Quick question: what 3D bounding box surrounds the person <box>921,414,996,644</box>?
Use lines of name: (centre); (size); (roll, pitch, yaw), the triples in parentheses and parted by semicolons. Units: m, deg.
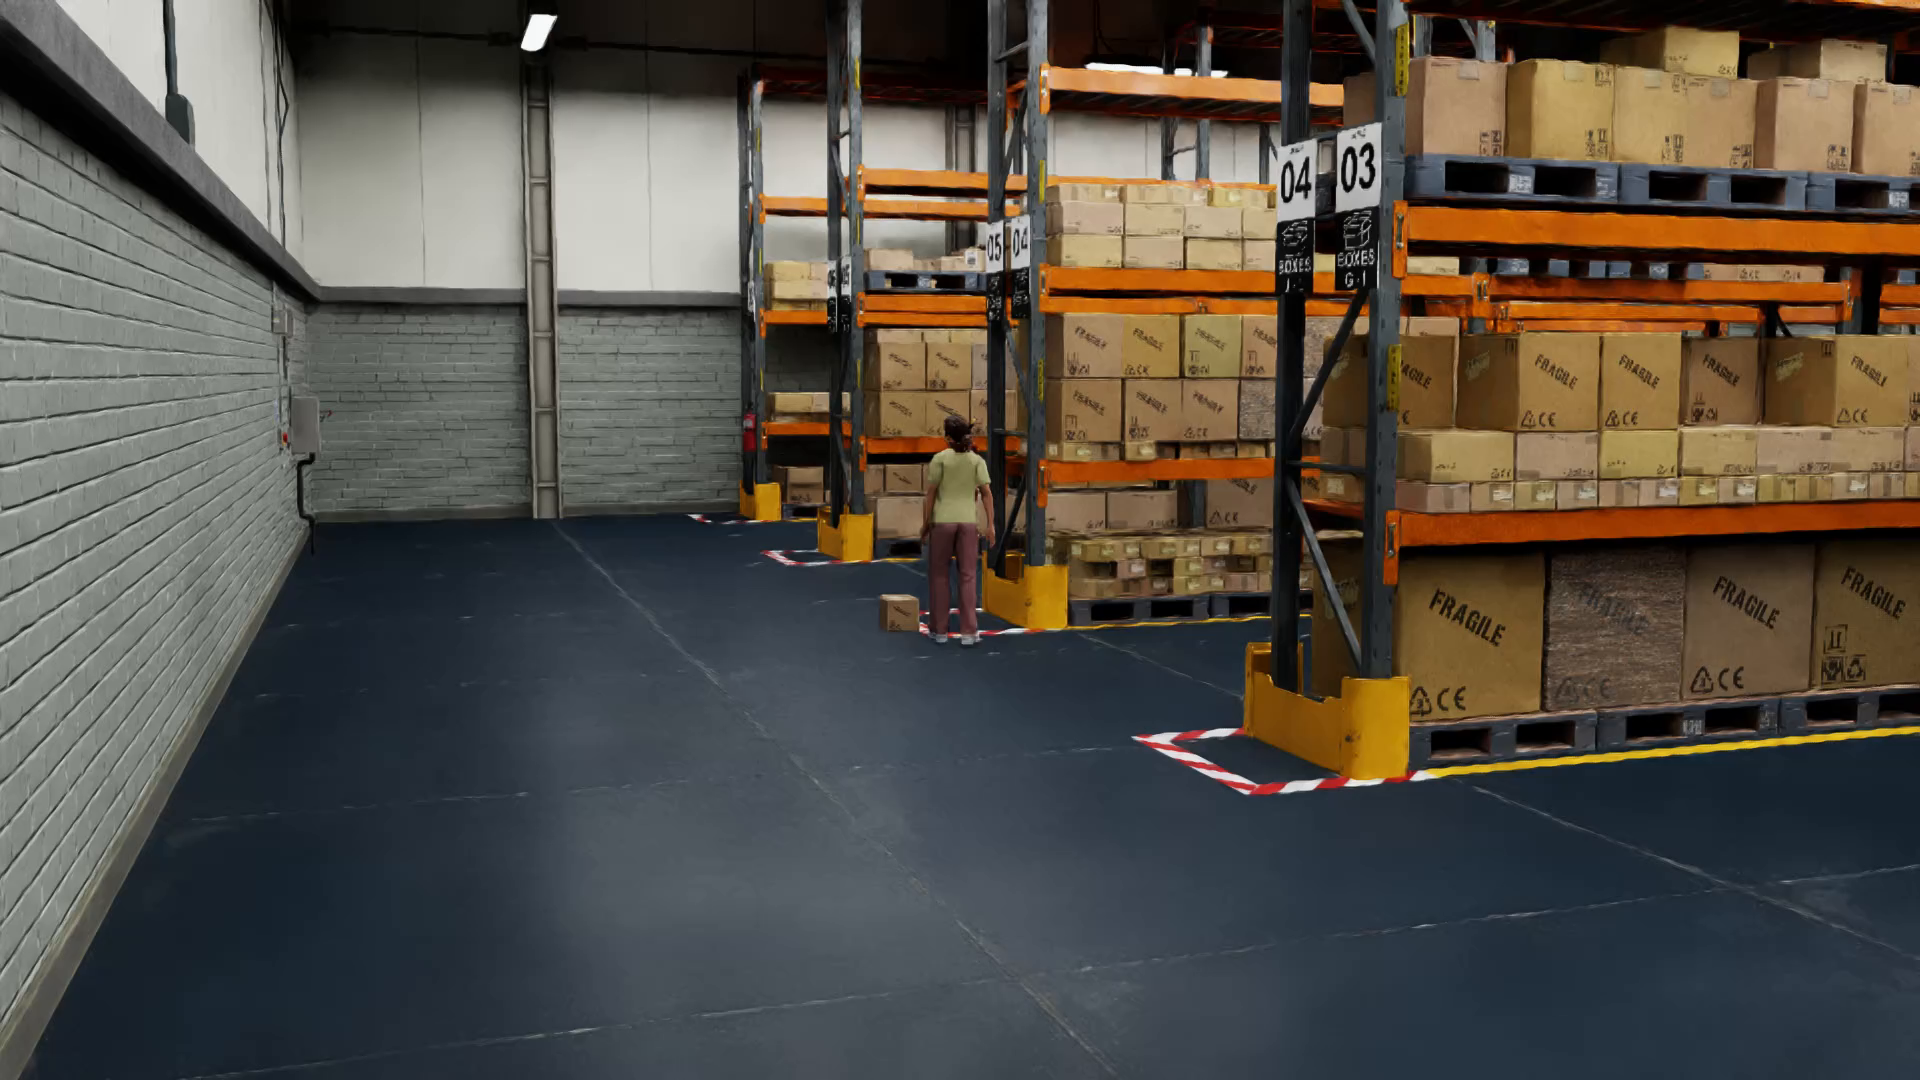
person: (-0.031, -0.083, 12.179); (0.540, 1.671, 0.451); (-1, 6, -11)
